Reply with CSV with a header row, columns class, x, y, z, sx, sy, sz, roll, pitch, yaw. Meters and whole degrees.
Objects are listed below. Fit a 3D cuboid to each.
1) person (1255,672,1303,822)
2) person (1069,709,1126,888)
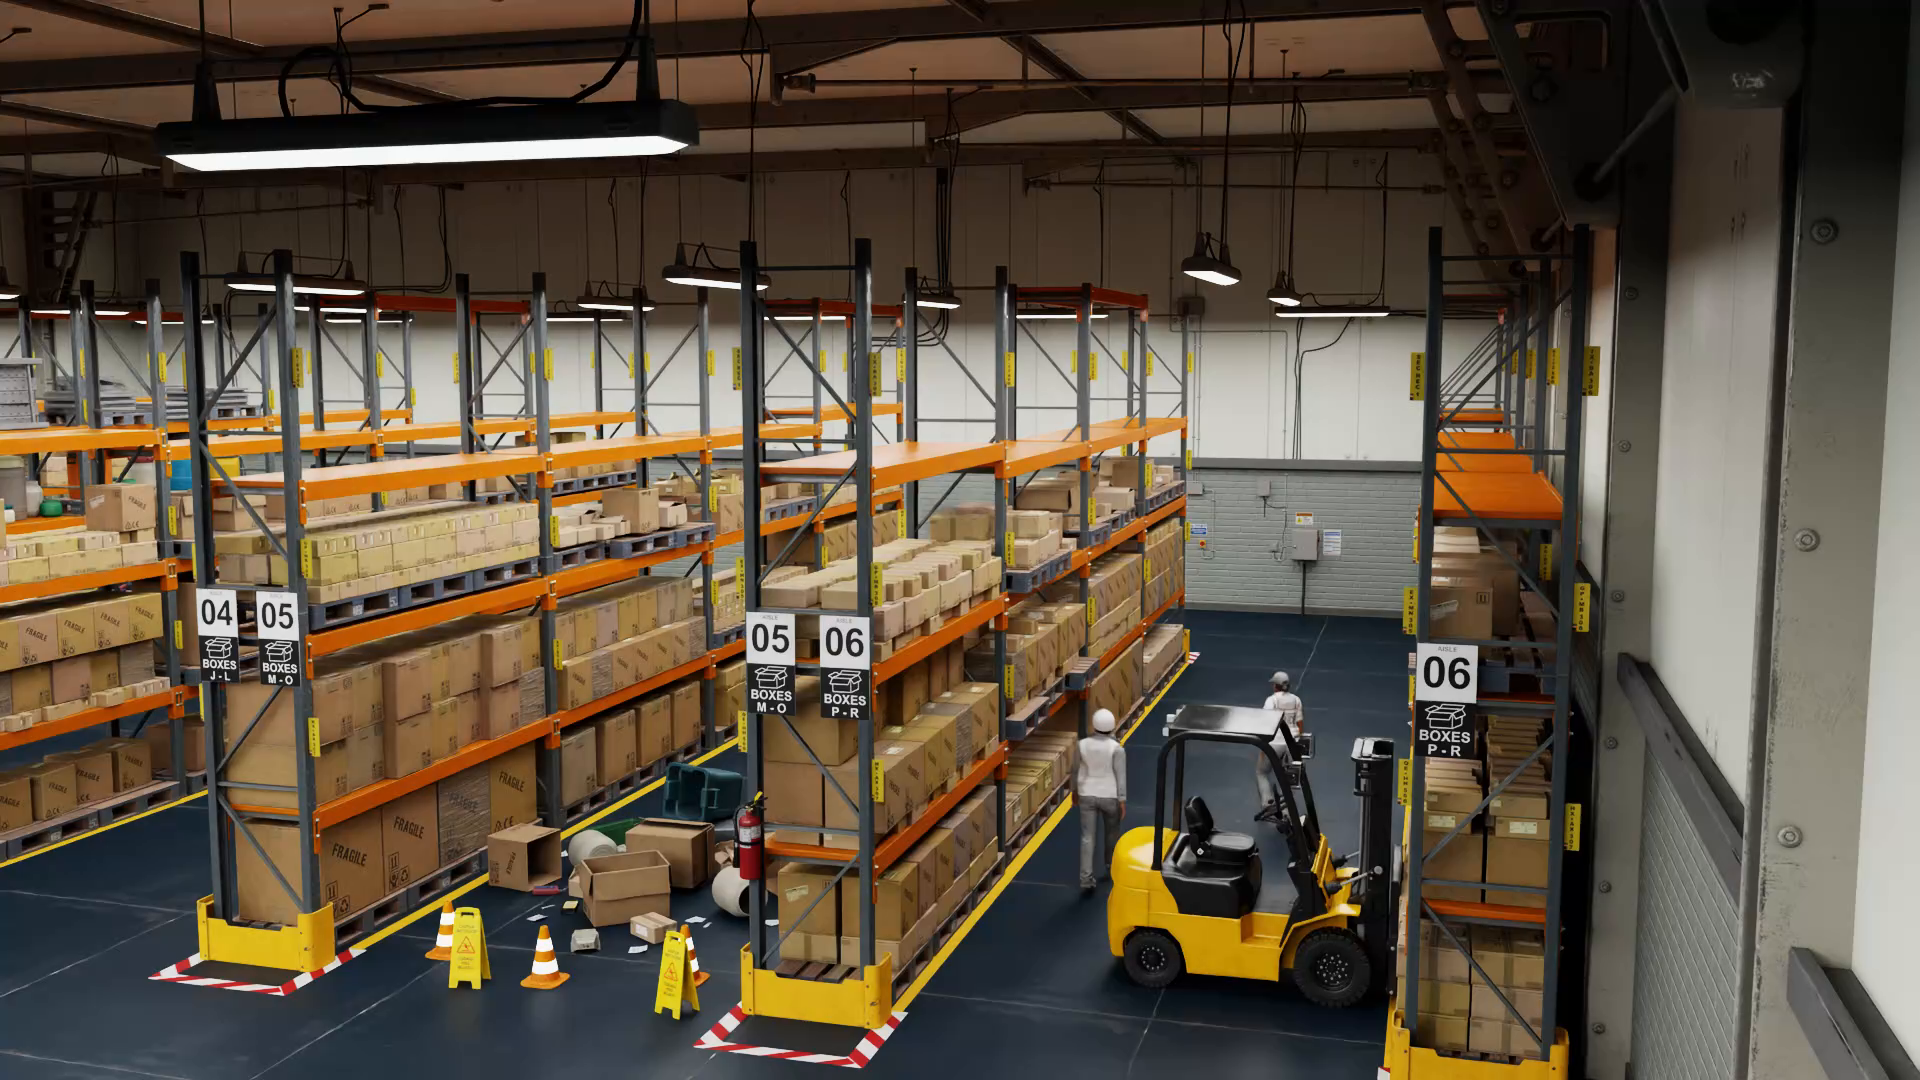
class,x,y,z,sx,sy,sz,roll,pitch,yaw
person,3.541,2.312,18.409,0.523,1.713,0.428,-2,7,-15
person,1.351,2.484,16.250,0.586,1.710,1.082,2,7,14
